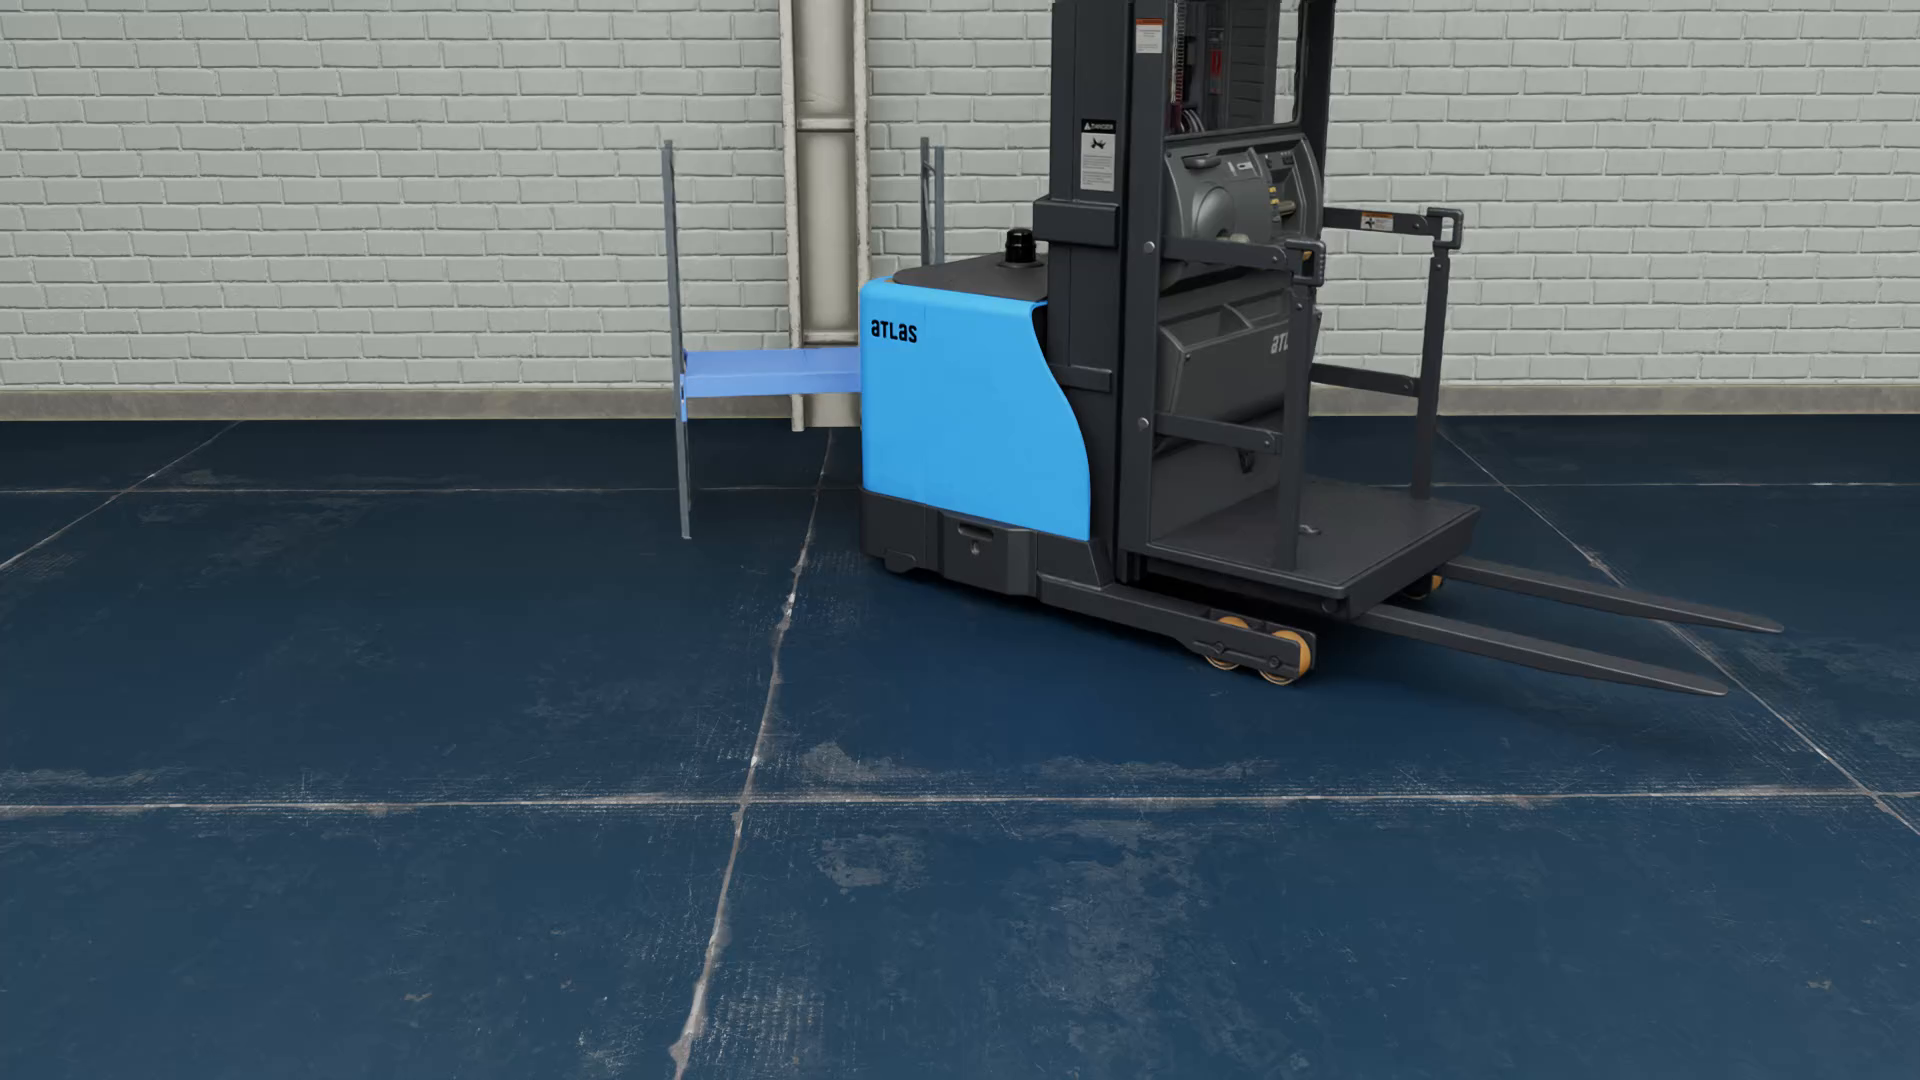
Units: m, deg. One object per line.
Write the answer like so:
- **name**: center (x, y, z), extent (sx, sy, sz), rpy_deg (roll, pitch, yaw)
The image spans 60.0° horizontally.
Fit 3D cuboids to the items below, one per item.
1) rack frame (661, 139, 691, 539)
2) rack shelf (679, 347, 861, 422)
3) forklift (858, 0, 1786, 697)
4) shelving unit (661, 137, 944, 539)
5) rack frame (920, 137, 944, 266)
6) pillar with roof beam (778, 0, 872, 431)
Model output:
- **rack frame**: center (-1.116, -0.792, 6.563), extent (0.032, 1.500, 0.500), rpy_deg (-3, 18, -8)
- **rack shelf**: center (-0.613, -0.643, 6.686), extent (1.000, 0.185, 0.538), rpy_deg (-3, 18, -8)
- **forklift**: center (1.093, -1.130, 5.271), extent (3.031, 2.935, 1.130), rpy_deg (14, 22, 36)
- **shelving unit**: center (-0.613, -0.815, 6.631), extent (1.048, 1.500, 0.538), rpy_deg (-3, 18, -8)
- **rack frame**: center (-0.110, -0.837, 6.700), extent (0.032, 1.500, 0.500), rpy_deg (-3, 18, -8)
- **pillar with roof beam**: center (-0.568, -3.557, 2.904), extent (0.400, 9.000, 9.100), rpy_deg (0, 18, -1)
